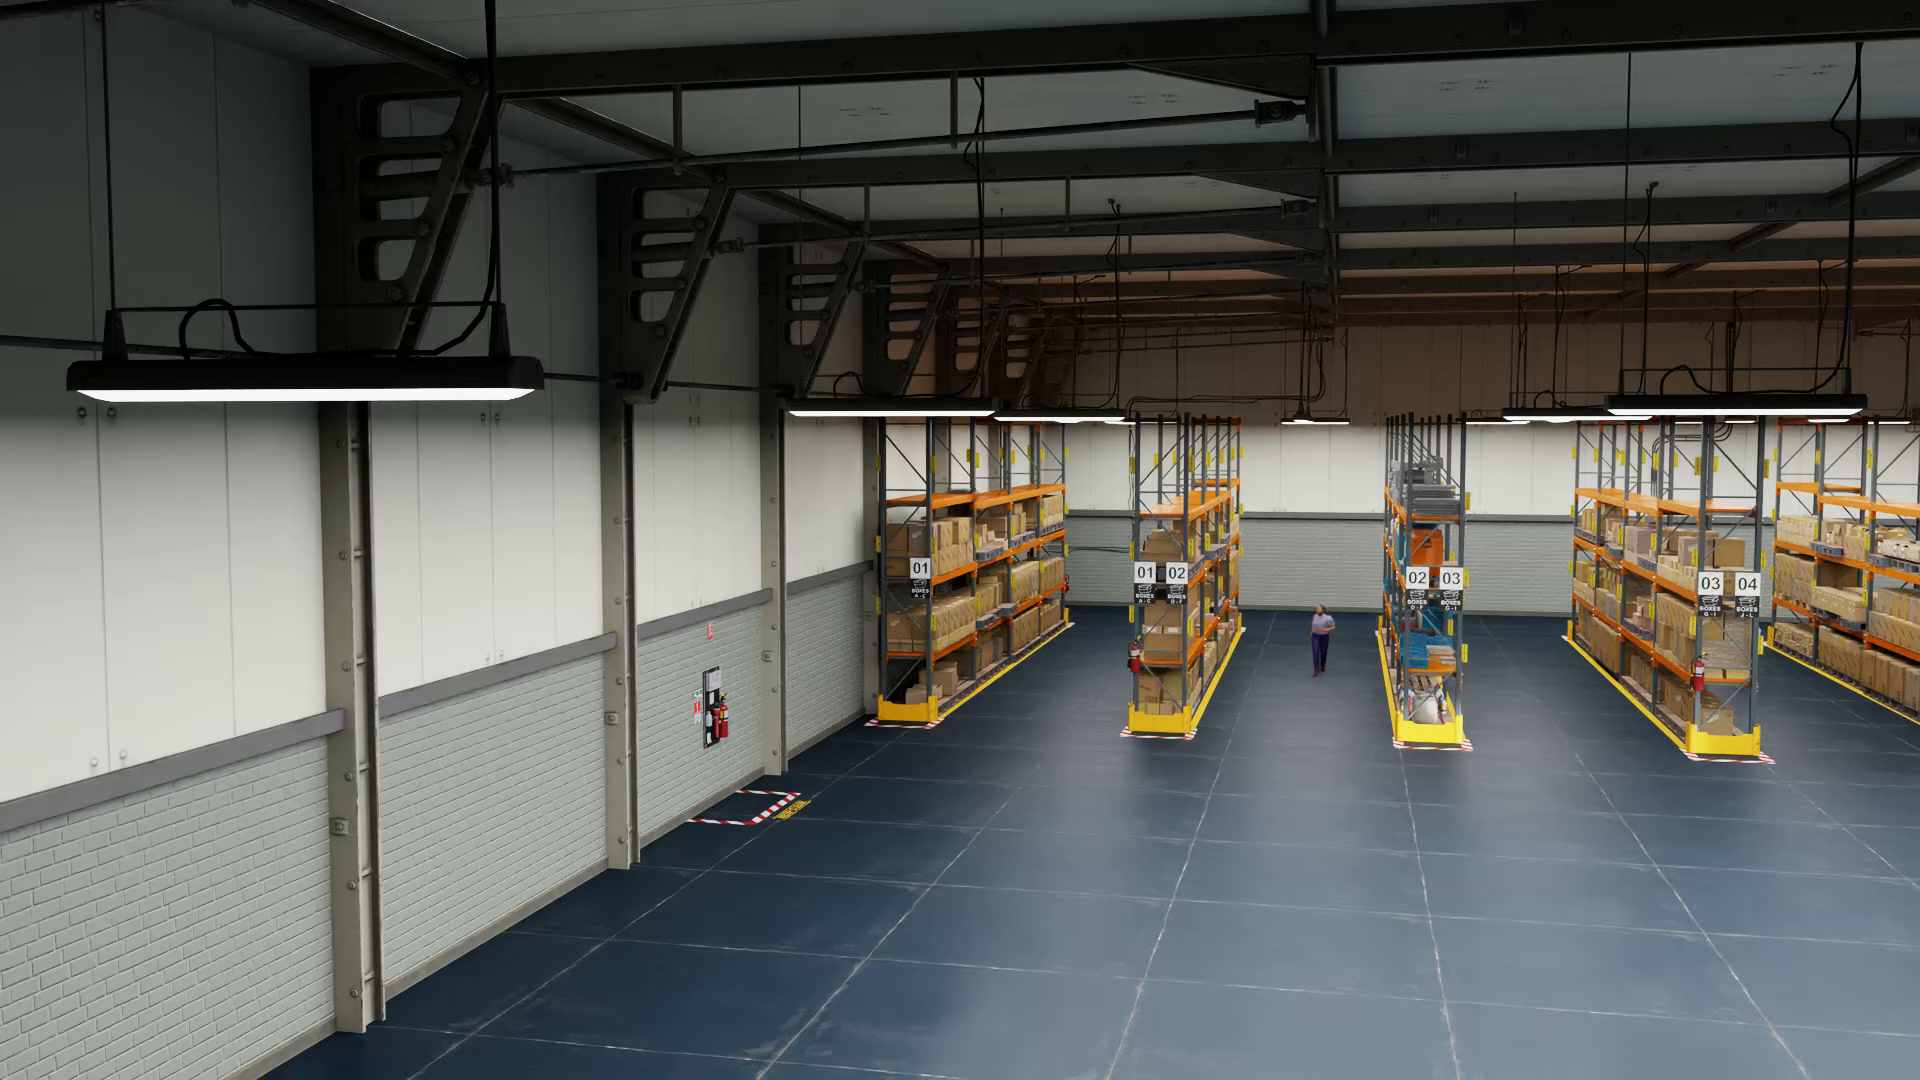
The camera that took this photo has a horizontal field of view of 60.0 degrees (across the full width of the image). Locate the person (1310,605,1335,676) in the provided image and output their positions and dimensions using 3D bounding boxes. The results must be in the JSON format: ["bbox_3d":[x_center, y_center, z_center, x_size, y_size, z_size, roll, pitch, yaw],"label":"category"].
[{"bbox_3d":[8.366,2.289,38.372,0.562,1.601,1.028,1,4,13],"label":"person"}]

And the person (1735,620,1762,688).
[{"bbox_3d":[17.304,2.451,36.500,0.438,1.607,0.569,-3,5,-37],"label":"person"}]
